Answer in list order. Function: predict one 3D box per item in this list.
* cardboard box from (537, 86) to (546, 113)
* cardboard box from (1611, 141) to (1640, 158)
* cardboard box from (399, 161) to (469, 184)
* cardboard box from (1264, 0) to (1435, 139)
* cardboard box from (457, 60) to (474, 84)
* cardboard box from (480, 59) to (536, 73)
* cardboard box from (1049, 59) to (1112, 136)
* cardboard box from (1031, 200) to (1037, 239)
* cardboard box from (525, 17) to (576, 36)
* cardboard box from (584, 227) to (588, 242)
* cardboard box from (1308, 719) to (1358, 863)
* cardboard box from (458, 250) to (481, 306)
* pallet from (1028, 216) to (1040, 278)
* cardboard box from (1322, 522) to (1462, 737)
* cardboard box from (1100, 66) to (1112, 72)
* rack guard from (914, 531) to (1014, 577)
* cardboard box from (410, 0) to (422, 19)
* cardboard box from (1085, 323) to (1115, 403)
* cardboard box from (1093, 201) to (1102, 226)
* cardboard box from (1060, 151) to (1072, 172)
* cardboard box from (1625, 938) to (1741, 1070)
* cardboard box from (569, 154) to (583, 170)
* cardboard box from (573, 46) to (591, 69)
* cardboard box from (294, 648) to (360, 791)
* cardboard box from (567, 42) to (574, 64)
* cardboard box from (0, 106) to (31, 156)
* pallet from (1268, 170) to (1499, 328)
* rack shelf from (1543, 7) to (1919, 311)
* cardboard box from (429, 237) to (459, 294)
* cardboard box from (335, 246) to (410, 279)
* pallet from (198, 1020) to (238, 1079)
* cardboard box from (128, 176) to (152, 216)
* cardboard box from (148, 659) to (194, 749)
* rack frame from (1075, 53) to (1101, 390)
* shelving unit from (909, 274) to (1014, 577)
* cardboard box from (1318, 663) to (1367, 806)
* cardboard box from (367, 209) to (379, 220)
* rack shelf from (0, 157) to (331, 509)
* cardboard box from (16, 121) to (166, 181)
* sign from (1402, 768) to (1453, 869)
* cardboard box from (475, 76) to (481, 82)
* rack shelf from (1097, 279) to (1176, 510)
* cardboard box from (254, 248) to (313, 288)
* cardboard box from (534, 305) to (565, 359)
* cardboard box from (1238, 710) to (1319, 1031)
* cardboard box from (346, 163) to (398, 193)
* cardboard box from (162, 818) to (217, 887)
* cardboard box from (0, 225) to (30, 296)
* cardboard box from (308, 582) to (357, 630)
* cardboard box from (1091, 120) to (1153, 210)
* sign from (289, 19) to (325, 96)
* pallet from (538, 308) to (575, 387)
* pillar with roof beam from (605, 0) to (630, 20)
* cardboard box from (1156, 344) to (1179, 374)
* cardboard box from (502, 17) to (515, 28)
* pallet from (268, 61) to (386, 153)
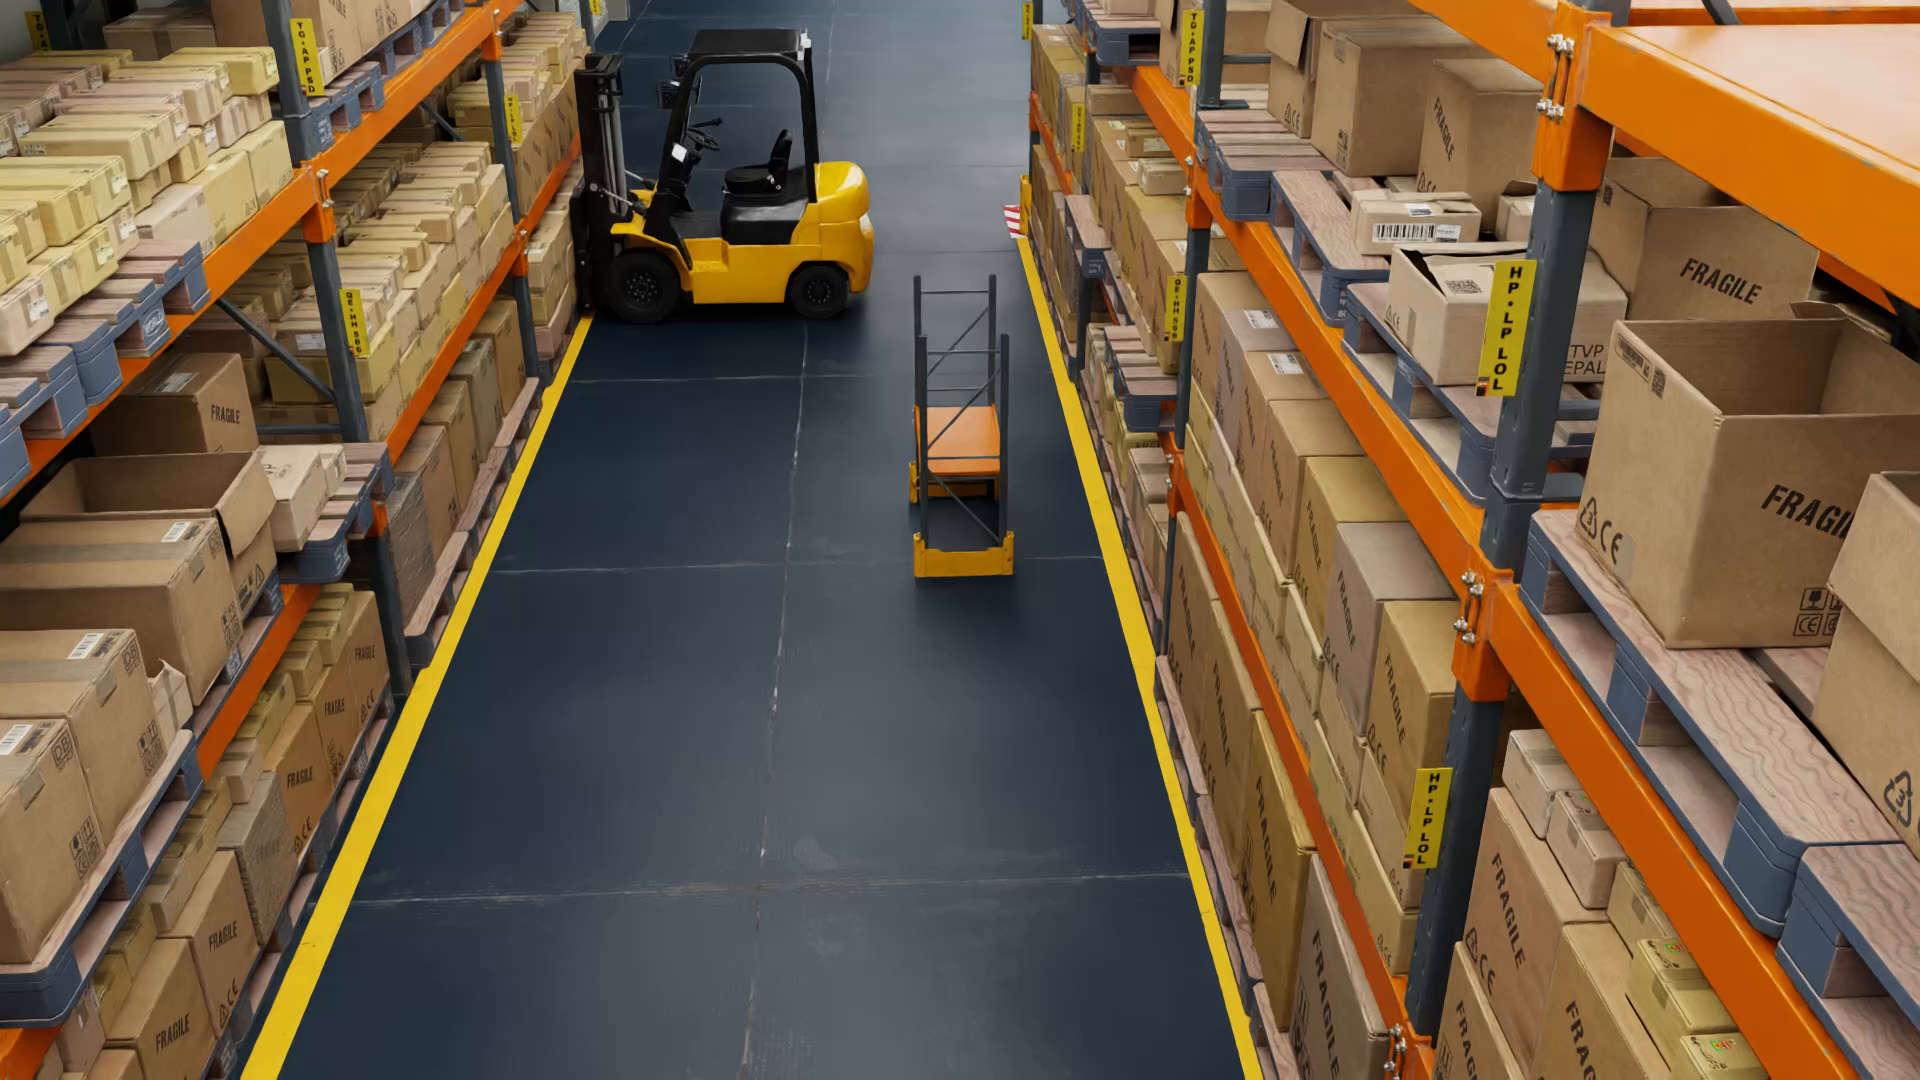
[{"bbox_3d":[-3.350,-3.332,12.586,0.380,0.149,0.250,-2,28,-3],"label":"cardboard box"},{"bbox_3d":[6.246,-3.032,14.663,0.875,0.875,0.875,-2,28,-3],"label":"cardboard box"},{"bbox_3d":[-3.358,-2.317,10.639,0.380,0.149,0.250,-1,28,-3],"label":"cardboard box"},{"bbox_3d":[1.747,-2.036,7.101,0.797,0.503,0.637,-3,28,-6],"label":"cardboard box"},{"bbox_3d":[-3.942,-3.567,12.714,0.380,0.149,0.250,-2,28,-3],"label":"cardboard box"},{"bbox_3d":[-3.456,-3.582,12.742,0.380,0.149,0.250,-1,28,-3],"label":"cardboard box"},{"bbox_3d":[0.999,-3.581,13.443,0.500,0.500,0.500,-2,28,-4],"label":"cardboard box"},{"bbox_3d":[0.925,-2.927,15.138,0.500,0.250,0.500,-2,28,-3],"label":"cardboard box"},{"bbox_3d":[-3.525,-4.408,14.327,0.380,0.149,0.250,-1,28,-3],"label":"cardboard box"},{"bbox_3d":[-3.374,-2.488,13.756,0.500,0.250,0.500,-1,28,-3],"label":"cardboard box"},{"bbox_3d":[1.485,0.833,5.572,0.500,0.250,0.500,-2,28,-3],"label":"cardboard box"},{"bbox_3d":[-3.274,-1.616,10.266,0.500,0.250,0.500,-1,28,-2],"label":"cardboard box"},{"bbox_3d":[1.170,-2.692,15.183,1.003,0.211,1.213,-1,28,-3],"label":"pallet"},{"bbox_3d":[1.477,0.276,5.288,0.500,0.500,0.500,-1,28,-2],"label":"cardboard box"},{"bbox_3d":[1.439,-4.028,13.218,0.700,0.500,0.500,-2,28,-3],"label":"cardboard box"},{"bbox_3d":[0.022,0.084,9.819,0.587,0.250,0.087,-1,28,-3],"label":"rack guard"},{"bbox_3d":[-3.188,-2.963,9.153,0.380,0.149,0.250,-2,28,-3],"label":"cardboard box"},{"bbox_3d":[1.398,-1.271,11.831,0.950,0.372,0.625,-1,28,-2],"label":"cardboard box"},{"bbox_3d":[1.085,-2.189,11.020,0.380,0.149,0.250,-1,28,-2],"label":"cardboard box"},{"bbox_3d":[0.990,-2.991,13.013,0.380,0.149,0.250,-2,28,-3],"label":"cardboard box"},{"bbox_3d":[1.579,0.930,3.332,0.380,0.149,0.250,-2,28,-3],"label":"cardboard box"},{"bbox_3d":[-3.430,-3.187,14.556,0.500,0.250,0.500,-1,28,-2],"label":"cardboard box"},{"bbox_3d":[-3.510,-4.041,14.646,0.500,0.500,0.500,-2,28,-4],"label":"cardboard box"},{"bbox_3d":[-3.128,0.820,7.683,0.500,0.500,0.500,-2,28,-3],"label":"cardboard box"},{"bbox_3d":[-3.505,-4.158,14.169,0.380,0.149,0.250,-1,28,-2],"label":"cardboard box"},{"bbox_3d":[-3.574,-1.448,5.949,0.380,0.149,0.250,-1,28,-3],"label":"cardboard box"},{"bbox_3d":[1.725,-1.079,6.035,1.003,0.211,1.213,0,28,0],"label":"pallet"},{"bbox_3d":[1.890,-0.038,1.802,1.077,0.370,4.000,-1,28,-3],"label":"rack shelf"},{"bbox_3d":[-3.245,-1.598,9.692,0.500,0.250,0.500,-1,28,-2],"label":"cardboard box"},{"bbox_3d":[-3.226,-1.487,9.047,0.380,0.149,0.250,-1,28,-2],"label":"cardboard box"},{"bbox_3d":[-3.251,2.186,5.831,1.003,0.211,1.213,-1,28,-3],"label":"pallet"},{"bbox_3d":[-3.080,-1.211,5.815,0.380,0.149,0.250,-1,28,-1],"label":"cardboard box"},{"bbox_3d":[-2.861,0.546,5.650,0.396,0.266,0.258,0,28,0],"label":"cardboard box"},{"bbox_3d":[1.368,-2.492,11.785,1.000,3.000,0.127,-1,28,-3],"label":"rack frame"},{"bbox_3d":[-0.004,-0.700,9.971,0.587,1.500,1.083,-1,28,-3],"label":"shelving unit"},{"bbox_3d":[1.486,0.619,5.441,0.500,0.250,0.500,-1,28,-1],"label":"cardboard box"},{"bbox_3d":[-3.787,-1.816,10.109,0.500,0.250,0.500,-2,28,-4],"label":"cardboard box"},{"bbox_3d":[-3.276,-0.611,5.711,1.077,0.370,4.000,-1,28,-3],"label":"rack shelf"},{"bbox_3d":[-2.999,-1.345,5.750,0.380,0.149,0.250,-1,28,-2],"label":"cardboard box"},{"bbox_3d":[1.244,0.742,4.418,0.100,0.325,0.005,-1,28,-3],"label":"sign"},{"bbox_3d":[-3.943,-3.556,13.016,0.380,0.149,0.250,-2,28,-4],"label":"cardboard box"},{"bbox_3d":[1.472,-1.250,10.180,1.077,0.370,4.000,-1,28,-3],"label":"rack shelf"},{"bbox_3d":[-3.696,-1.474,9.023,0.380,0.149,0.250,-2,28,-3],"label":"cardboard box"},{"bbox_3d":[-3.284,-1.569,12.534,0.500,0.250,0.500,-1,28,-2],"label":"cardboard box"},{"bbox_3d":[1.618,1.257,6.440,0.875,0.875,0.875,-1,28,-1],"label":"cardboard box"},{"bbox_3d":[-3.811,-2.294,10.596,0.380,0.149,0.250,-1,28,-3],"label":"cardboard box"},{"bbox_3d":[-3.055,1.185,6.282,0.380,0.149,0.250,0,28,-1],"label":"cardboard box"},{"bbox_3d":[-2.845,-0.763,4.614,0.380,0.149,0.250,-2,28,-3],"label":"cardboard box"},{"bbox_3d":[-3.101,0.333,7.915,0.380,0.149,0.250,-3,28,-5],"label":"cardboard box"},{"bbox_3d":[1.133,-2.400,10.724,0.500,0.500,0.500,-1,28,-2],"label":"cardboard box"},{"bbox_3d":[-2.838,-2.095,7.220,0.100,0.325,0.005,-1,28,-3],"label":"sign"},{"bbox_3d":[-3.589,-1.502,12.902,1.003,0.211,1.213,-1,28,-3],"label":"pallet"},{"bbox_3d":[-0.989,-12.180,23.872,9.100,9.000,0.400,-1,28,-3],"label":"pillar with roof beam"},{"bbox_3d":[1.238,-0.987,8.717,0.380,0.149,0.250,-1,28,-2],"label":"cardboard box"},{"bbox_3d":[-4.042,-4.397,14.306,0.380,0.149,0.250,0,28,-1],"label":"cardboard box"},{"bbox_3d":[-3.505,-2.081,7.956,1.213,0.211,1.003,0,28,0],"label":"pallet"}]
